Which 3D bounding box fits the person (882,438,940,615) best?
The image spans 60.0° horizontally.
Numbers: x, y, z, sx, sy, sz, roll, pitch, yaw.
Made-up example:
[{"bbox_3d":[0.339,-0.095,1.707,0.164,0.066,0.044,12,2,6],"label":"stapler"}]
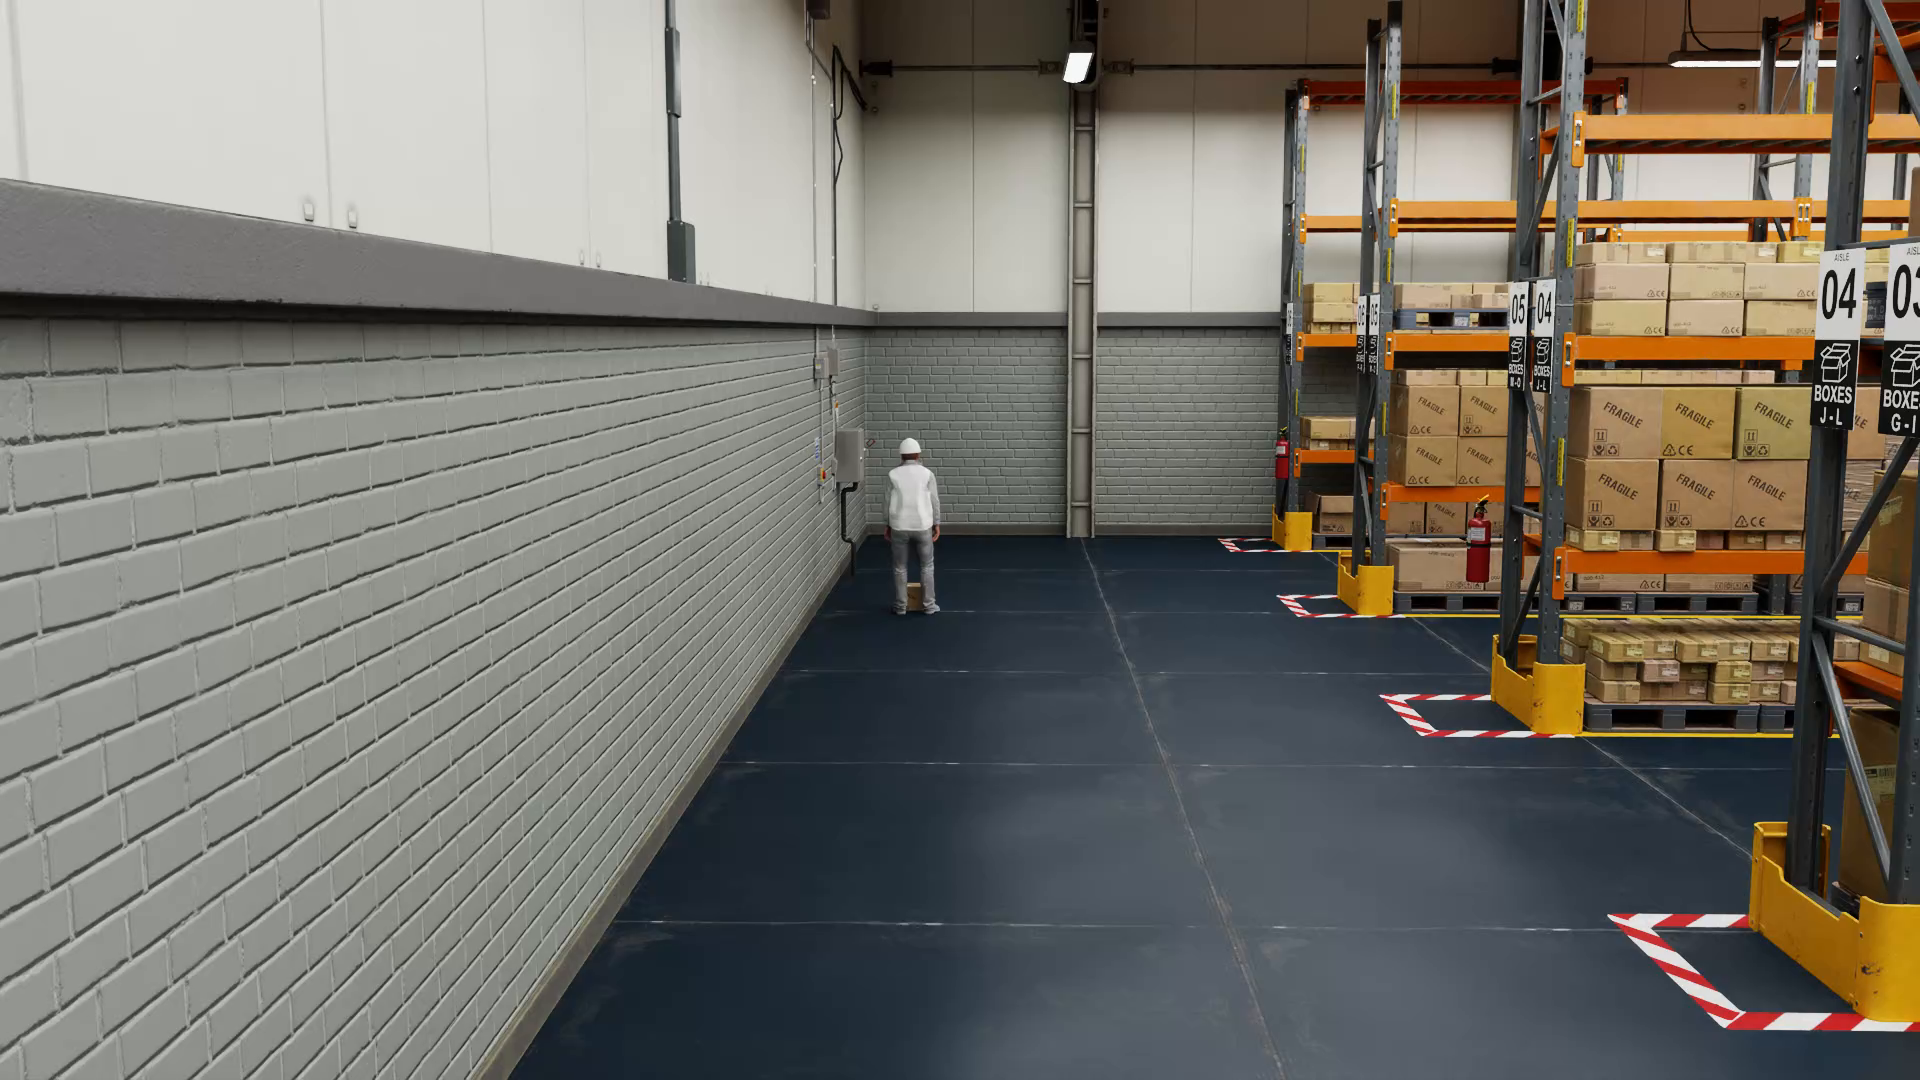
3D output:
[{"bbox_3d":[-0.488,-0.138,16.760,0.581,1.771,0.464,0,7,1],"label":"person"}]
